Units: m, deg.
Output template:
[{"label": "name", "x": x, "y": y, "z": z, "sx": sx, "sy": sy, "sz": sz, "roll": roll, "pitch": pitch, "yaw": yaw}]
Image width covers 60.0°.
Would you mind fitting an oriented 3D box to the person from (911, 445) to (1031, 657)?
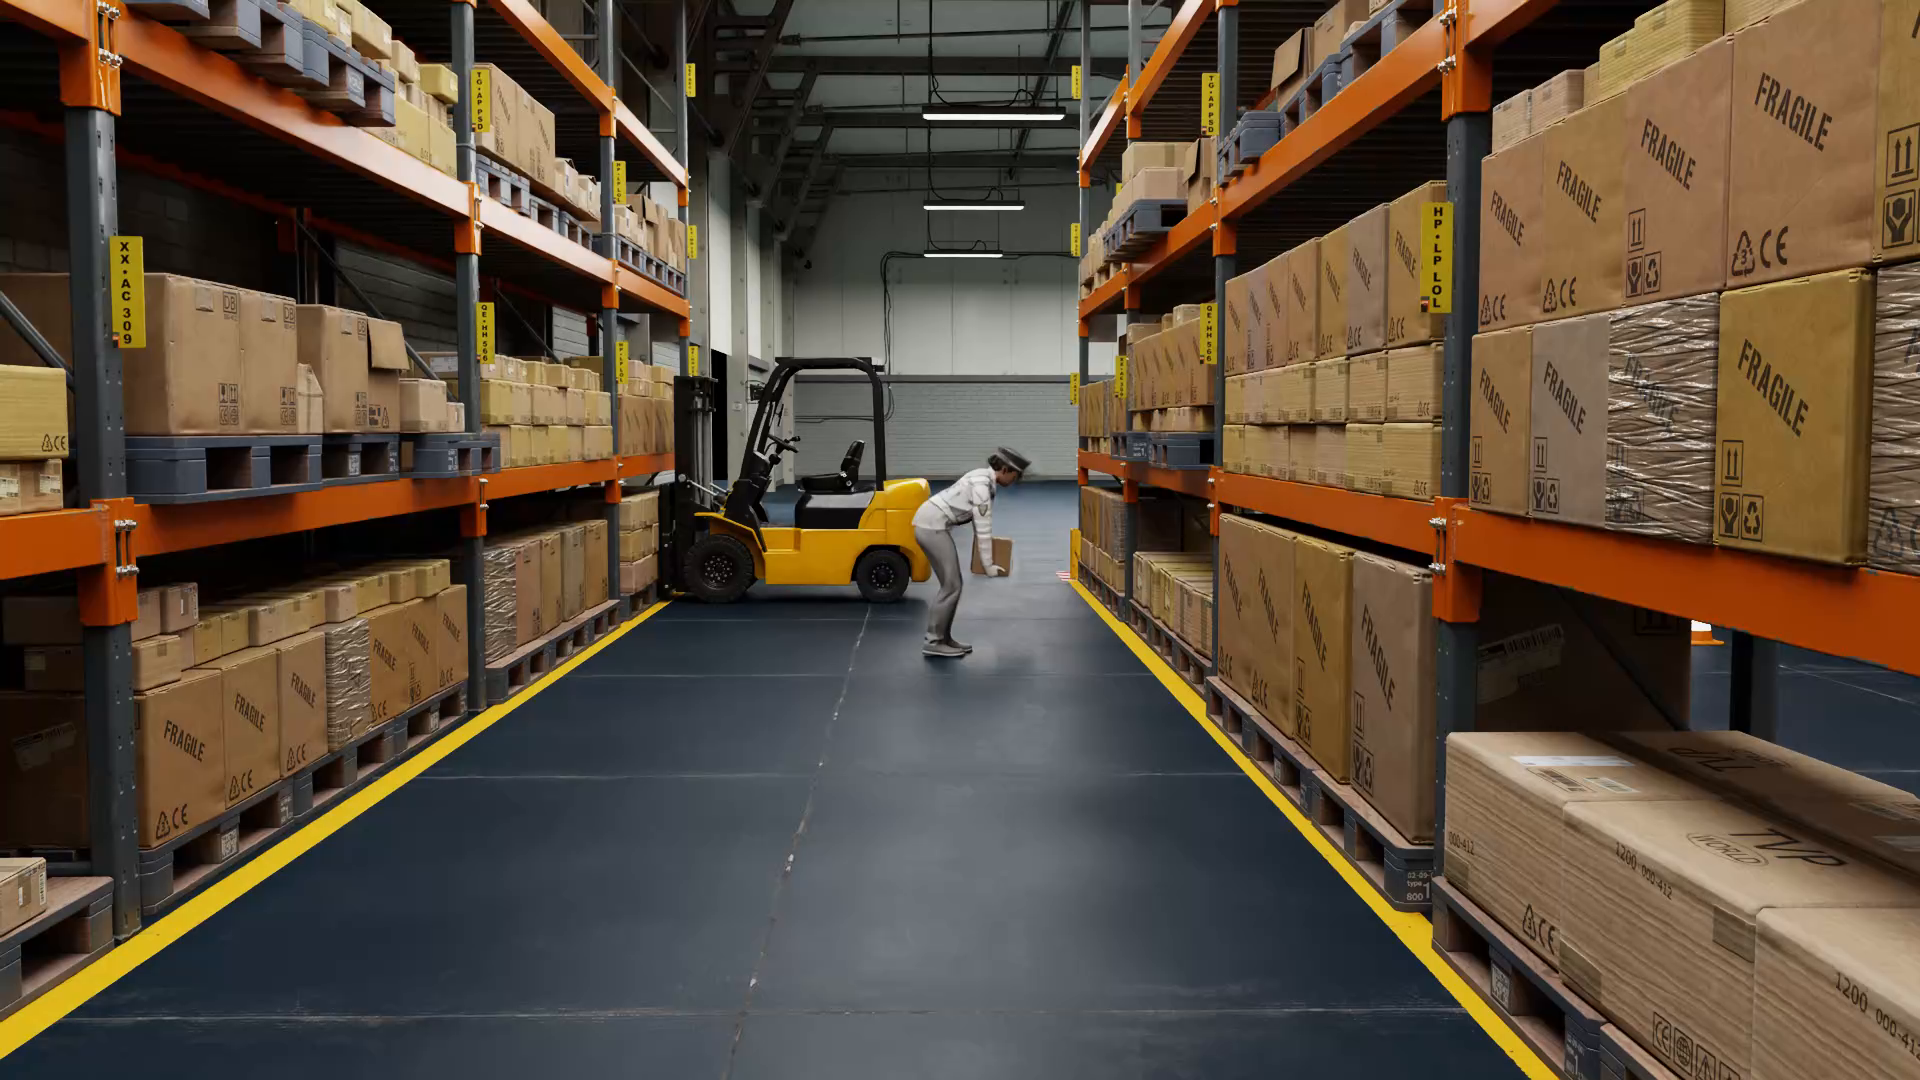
[{"label": "person", "x": 0.080, "y": 0.069, "z": 11.288, "sx": 0.807, "sy": 1.427, "sz": 0.407, "roll": 0, "pitch": 4, "yaw": -3}]
